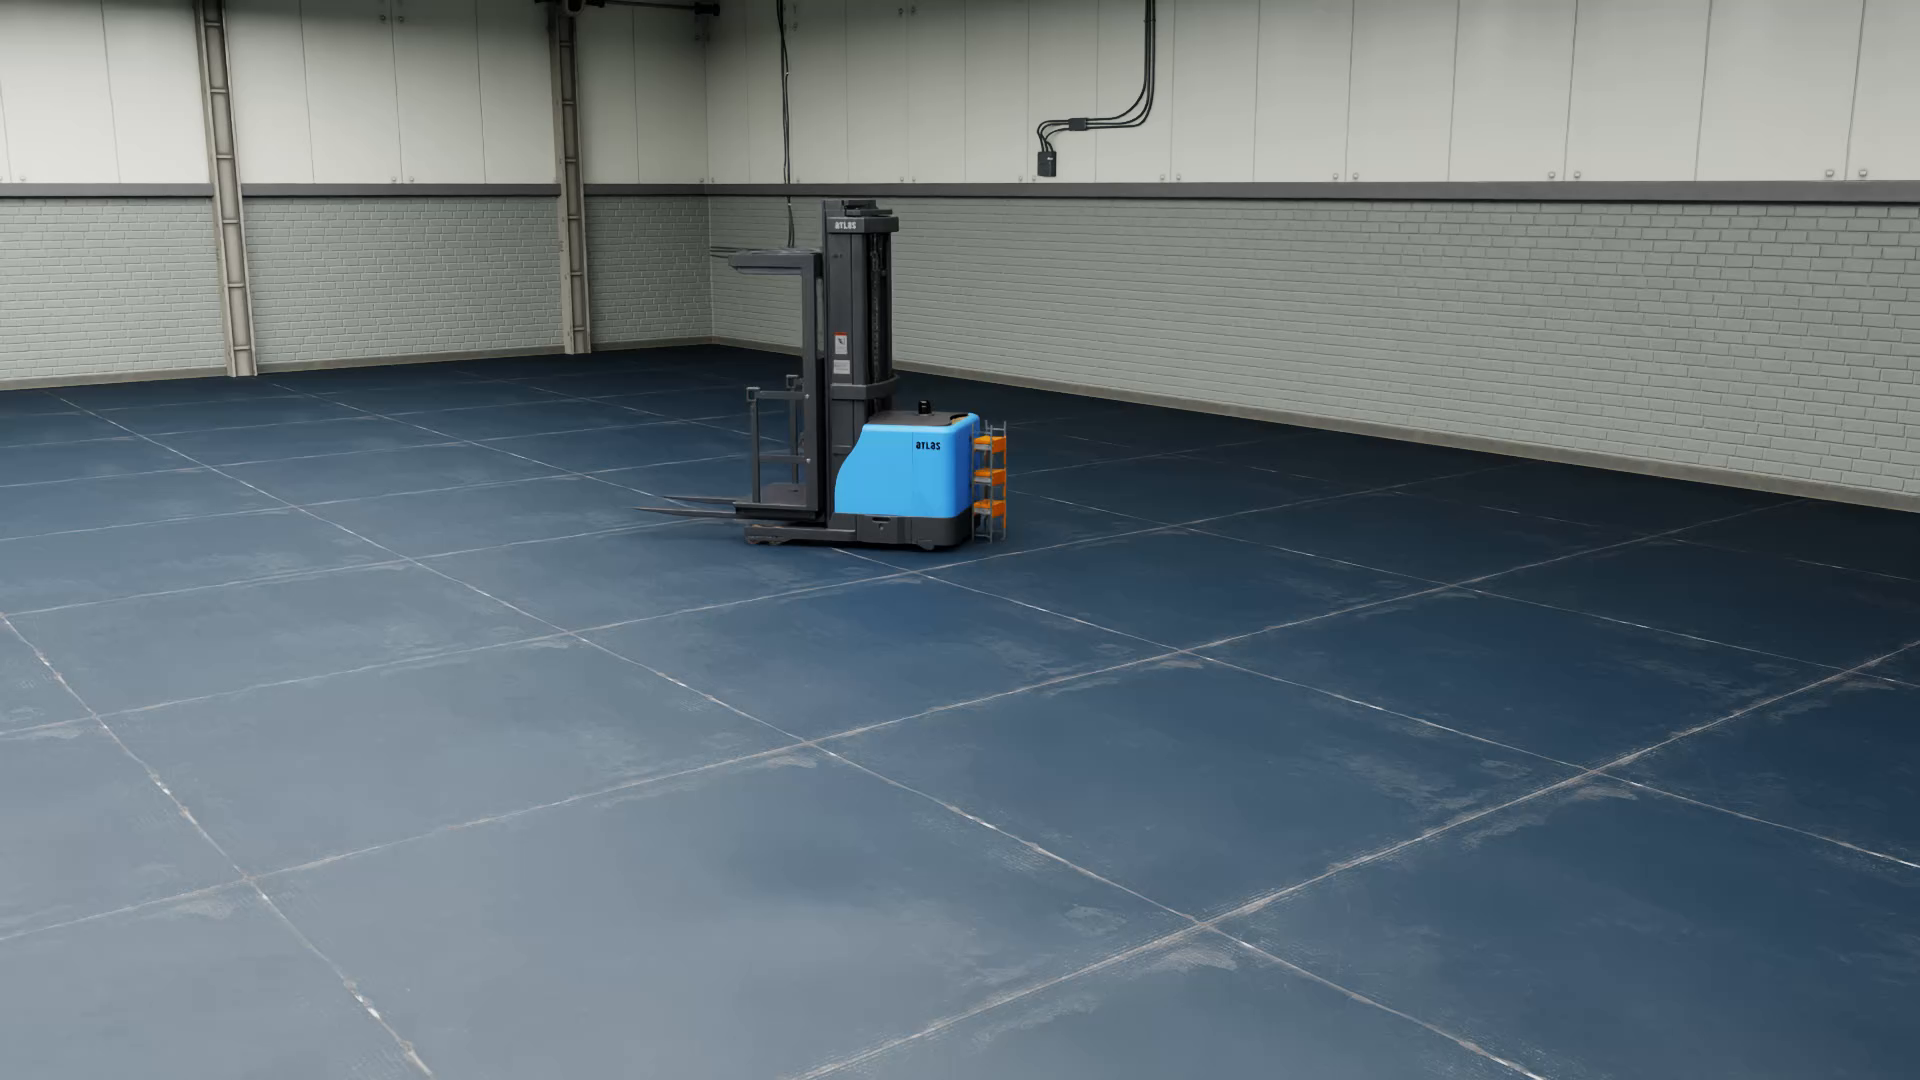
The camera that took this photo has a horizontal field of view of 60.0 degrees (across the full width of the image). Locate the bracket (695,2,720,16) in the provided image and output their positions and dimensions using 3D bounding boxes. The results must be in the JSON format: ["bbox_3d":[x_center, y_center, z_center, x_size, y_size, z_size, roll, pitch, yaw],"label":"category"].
[{"bbox_3d":[-4.747,-9.960,31.202,0.430,0.232,0.235,-9,15,-38],"label":"bracket"}]

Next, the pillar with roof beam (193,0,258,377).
[{"bbox_3d":[-9.140,-6.418,23.191,0.400,9.000,9.100,-9,15,-38],"label":"pillar with roof beam"}]

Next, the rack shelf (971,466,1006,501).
[{"bbox_3d":[0.250,-0.494,14.477,0.215,0.259,0.240,7,14,29],"label":"rack shelf"}]

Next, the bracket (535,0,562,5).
[{"bbox_3d":[-7.246,-9.545,29.247,0.430,0.232,0.235,-9,15,-38],"label":"bracket"}]

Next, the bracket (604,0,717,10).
[{"bbox_3d":[-5.209,-9.883,30.841,3.189,0.066,0.076,-9,15,-38],"label":"bracket"}]

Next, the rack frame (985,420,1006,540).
[{"bbox_3d":[0.310,-0.526,14.579,0.200,1.050,0.008,7,14,29],"label":"rack frame"}]

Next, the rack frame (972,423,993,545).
[{"bbox_3d":[0.190,-0.482,14.371,0.200,1.050,0.008,7,14,29],"label":"rack frame"}]

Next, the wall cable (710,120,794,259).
[{"bbox_3d":[-4.017,-6.544,31.258,0.112,2.526,3.097,-9,15,-38],"label":"wall cable"}]

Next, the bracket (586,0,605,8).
[{"bbox_3d":[-6.598,-9.652,29.754,0.430,0.232,0.235,-9,15,-38],"label":"bracket"}]

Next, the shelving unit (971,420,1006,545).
[{"bbox_3d":[0.250,-0.504,14.475,0.215,1.050,0.252,7,14,29],"label":"shelving unit"}]

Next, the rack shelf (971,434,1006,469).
[{"bbox_3d":[0.250,-0.771,14.418,0.215,0.259,0.240,7,14,29],"label":"rack shelf"}]

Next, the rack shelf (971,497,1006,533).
[{"bbox_3d":[0.250,-0.222,14.535,0.215,0.259,0.240,7,14,29],"label":"rack shelf"}]

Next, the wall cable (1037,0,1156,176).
[{"bbox_3d":[1.901,-8.185,23.322,0.169,6.003,2.305,-9,15,-38],"label":"wall cable"}]

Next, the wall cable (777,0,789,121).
[{"bbox_3d":[-2.327,-8.576,28.667,0.112,2.526,3.097,-9,15,-38],"label":"wall cable"}]

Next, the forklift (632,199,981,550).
[{"bbox_3d":[-1.388,-1.491,14.594,3.031,2.935,1.130,3,12,14],"label":"forklift"}]

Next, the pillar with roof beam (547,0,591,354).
[{"bbox_3d":[-4.454,-7.197,26.857,0.548,9.000,9.100,-9,15,-38],"label":"pillar with roof beam"}]
